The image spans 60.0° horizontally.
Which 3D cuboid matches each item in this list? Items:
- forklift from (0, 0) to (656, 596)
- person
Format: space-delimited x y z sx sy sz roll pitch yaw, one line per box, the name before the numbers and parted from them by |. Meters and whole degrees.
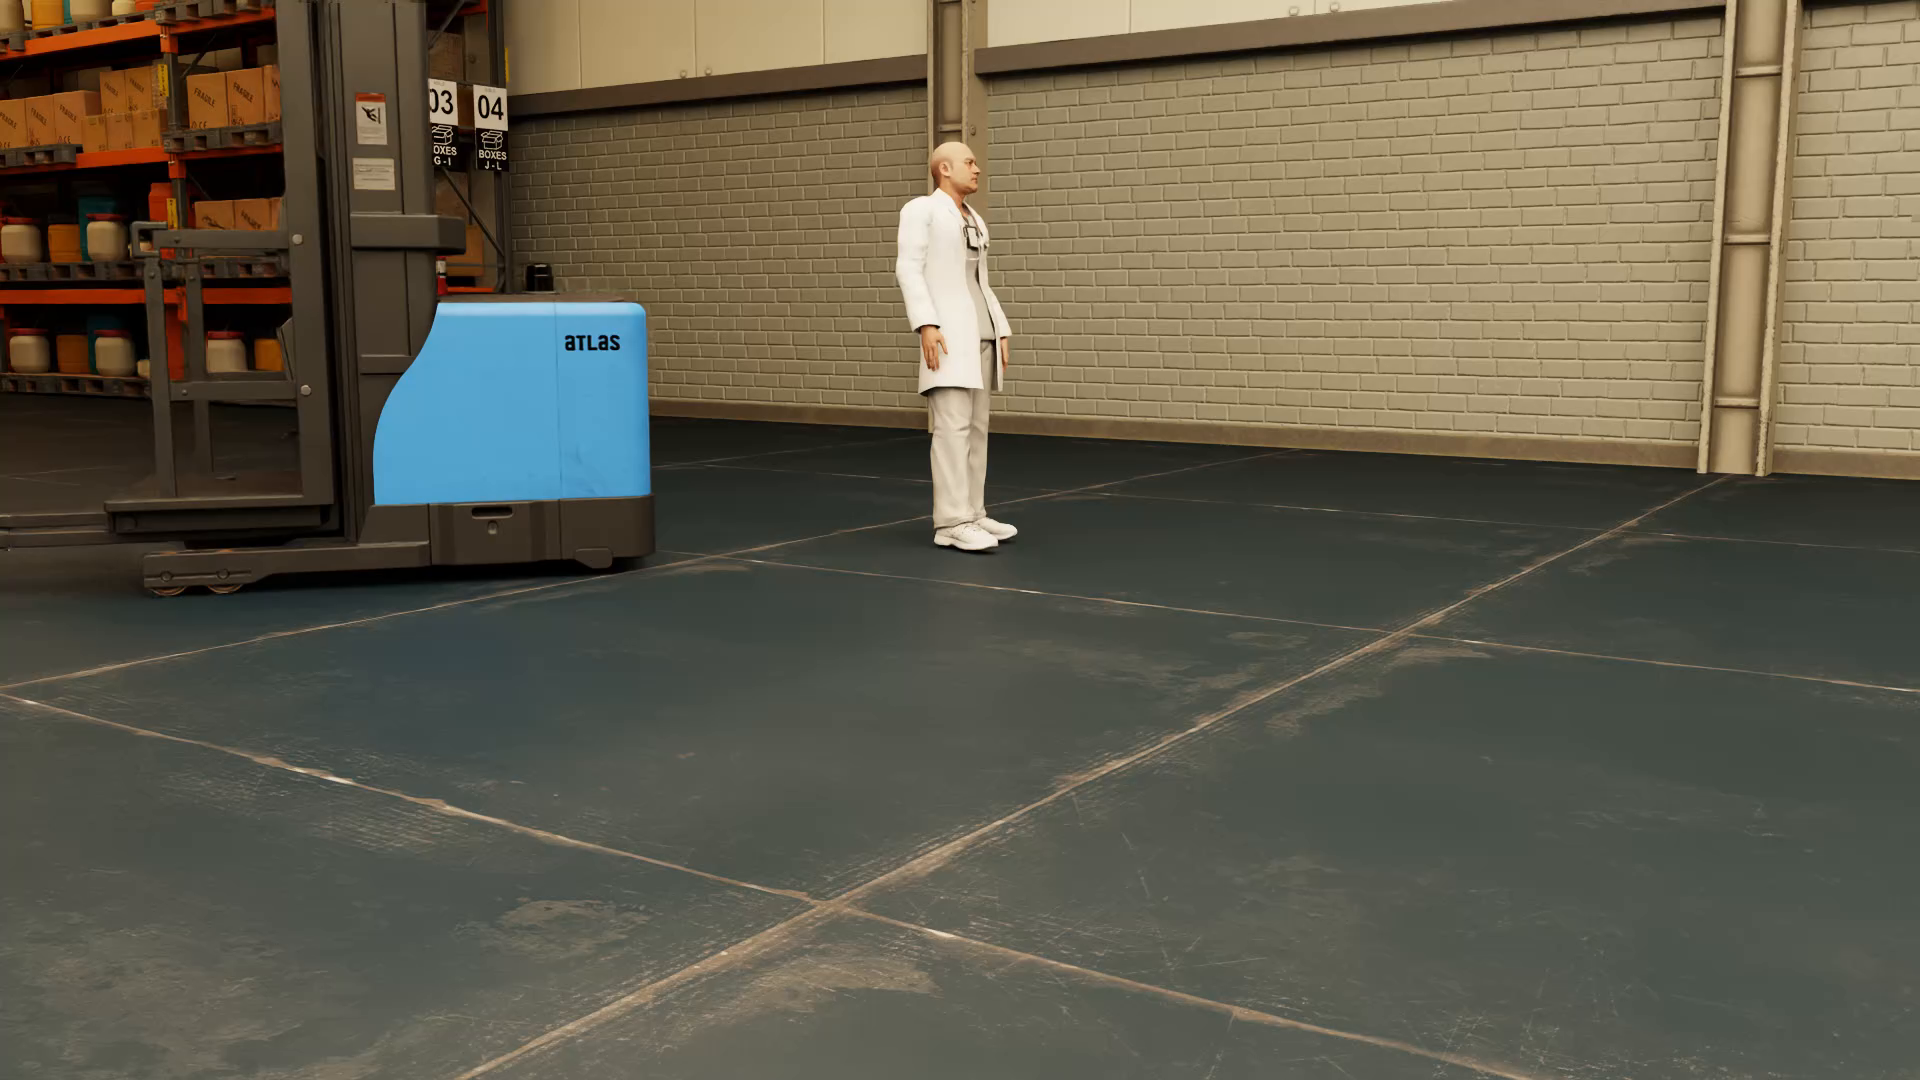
forklift | -2.807 -1.326 6.516 3.031 2.935 1.130 -2 8 -17
person | 0.073 -0.880 7.424 0.580 1.776 0.698 5 10 34
